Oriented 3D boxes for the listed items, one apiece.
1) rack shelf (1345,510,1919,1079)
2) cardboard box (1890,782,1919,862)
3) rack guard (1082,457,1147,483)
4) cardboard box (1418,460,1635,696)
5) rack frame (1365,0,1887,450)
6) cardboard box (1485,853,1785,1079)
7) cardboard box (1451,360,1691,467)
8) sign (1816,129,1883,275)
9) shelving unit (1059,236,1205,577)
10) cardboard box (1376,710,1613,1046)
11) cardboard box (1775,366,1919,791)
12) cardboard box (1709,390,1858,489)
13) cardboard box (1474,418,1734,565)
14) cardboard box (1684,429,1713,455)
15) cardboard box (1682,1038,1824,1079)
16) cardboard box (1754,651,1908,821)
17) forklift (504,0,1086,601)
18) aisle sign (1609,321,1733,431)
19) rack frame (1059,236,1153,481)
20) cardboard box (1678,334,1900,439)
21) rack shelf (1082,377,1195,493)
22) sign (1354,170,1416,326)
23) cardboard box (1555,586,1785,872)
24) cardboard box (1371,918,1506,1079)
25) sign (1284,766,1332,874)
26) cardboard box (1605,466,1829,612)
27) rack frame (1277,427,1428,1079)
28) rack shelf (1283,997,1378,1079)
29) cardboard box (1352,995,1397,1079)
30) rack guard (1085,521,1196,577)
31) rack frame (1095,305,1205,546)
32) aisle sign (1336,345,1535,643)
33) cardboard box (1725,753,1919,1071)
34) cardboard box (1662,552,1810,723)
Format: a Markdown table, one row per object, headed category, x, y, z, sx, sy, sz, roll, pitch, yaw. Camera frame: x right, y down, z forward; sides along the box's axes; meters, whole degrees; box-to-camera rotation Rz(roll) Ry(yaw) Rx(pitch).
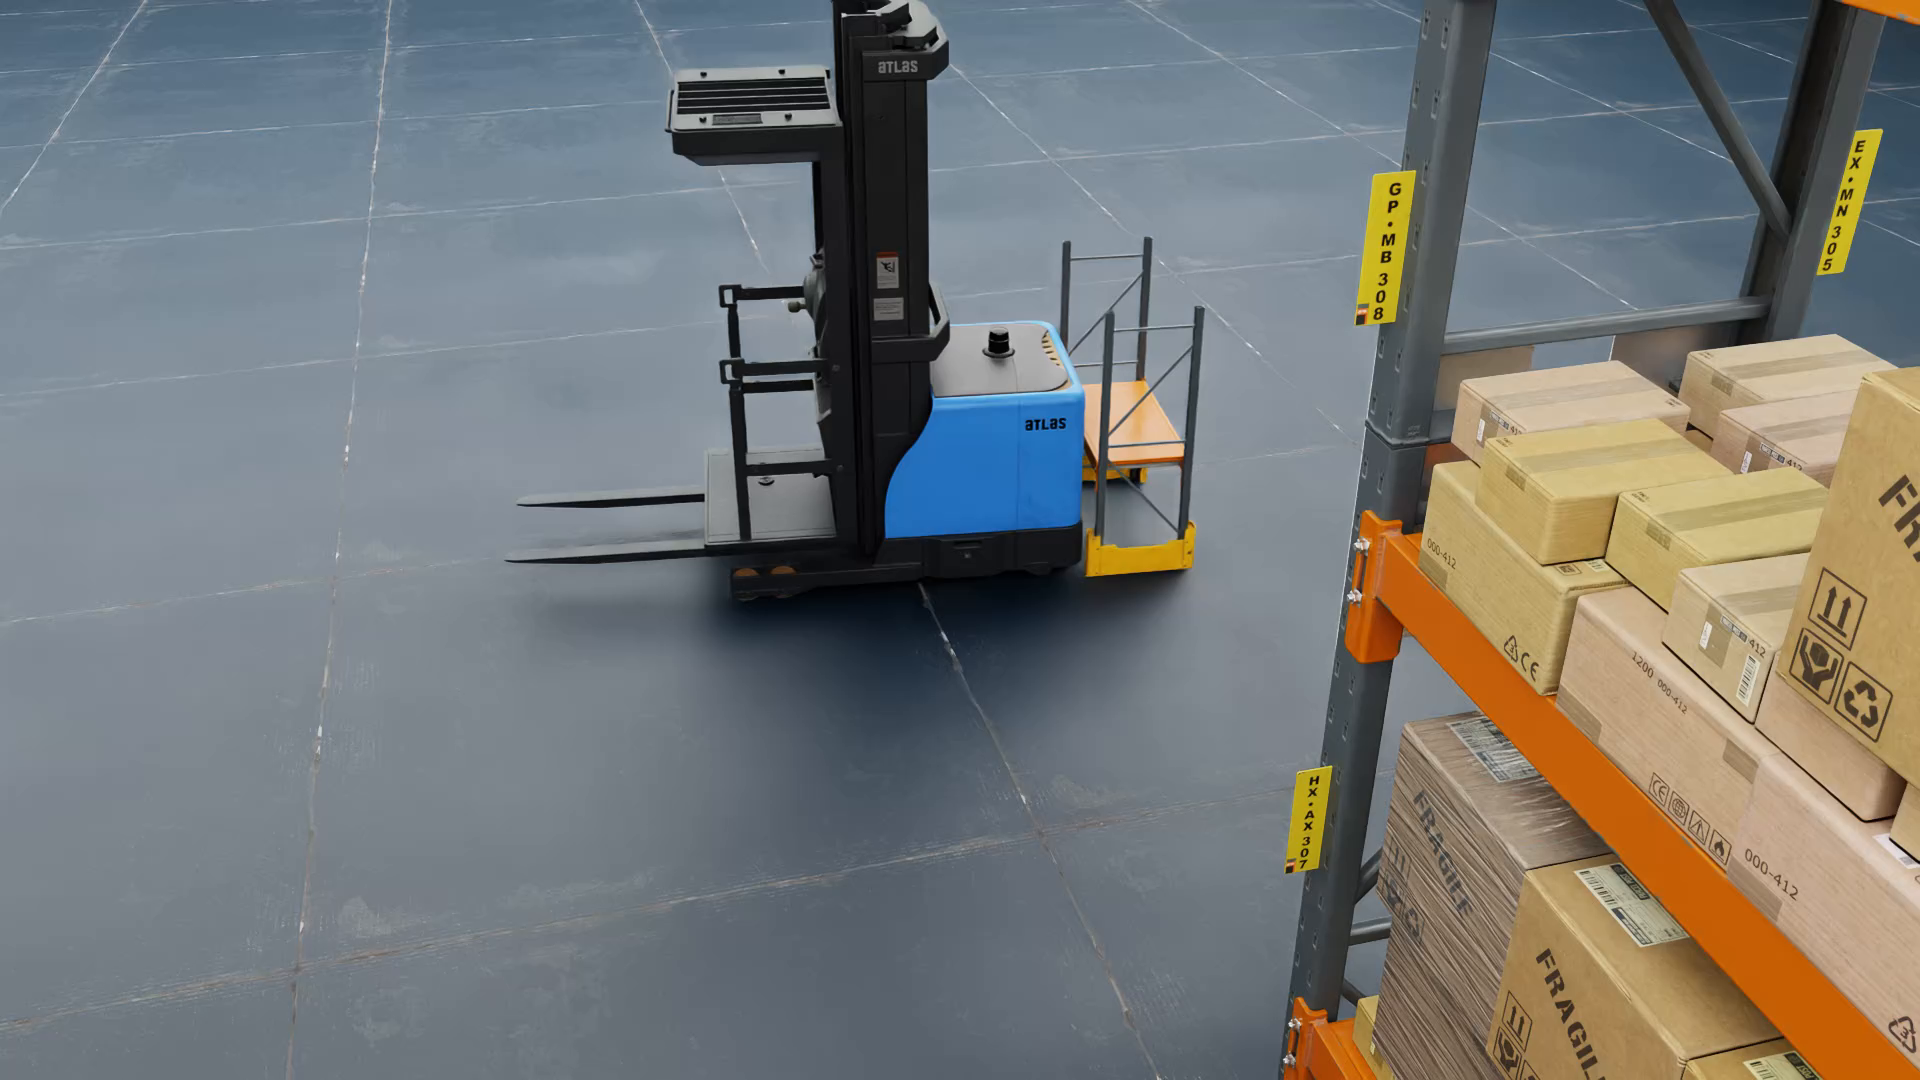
| category | x | y | z | sx | sy | sz | roll | pitch | yaw |
| --- | --- | --- | --- | --- | --- | --- | --- | --- | --- |
| rack shelf | 1.930 | 0.986 | 2.275 | 1.077 | 0.370 | 4.000 | -8 | 31 | -13 |
| cardboard box | 1.562 | 0.398 | 2.326 | 0.380 | 0.149 | 0.250 | -9 | 31 | -16 |
| rack guard | 0.812 | -0.446 | 9.772 | 0.587 | 0.250 | 0.087 | -4 | 30 | -8 |
| cardboard box | 1.278 | 0.041 | 3.340 | 0.500 | 0.250 | 0.500 | -7 | 31 | -12 |
| rack frame | 1.400 | -1.589 | 3.013 | 1.000 | 3.000 | 0.127 | -8 | 31 | -13 |
| cardboard box | 1.409 | 0.947 | 3.225 | 0.500 | 0.500 | 0.500 | -8 | 31 | -13 |
| cardboard box | 1.250 | -0.235 | 3.419 | 0.380 | 0.149 | 0.250 | -8 | 31 | -14 |
| sign | 1.940 | -0.738 | 3.653 | 0.100 | 0.325 | 0.005 | -8 | 31 | -13 |
| shelving unit | 0.889 | -0.741 | 9.033 | 0.587 | 1.500 | 1.083 | -4 | 30 | -8 |
| cardboard box | 1.283 | 0.704 | 3.644 | 0.500 | 0.500 | 0.500 | -8 | 31 | -13 |
| cardboard box | 1.533 | 0.074 | 2.239 | 0.500 | 0.500 | 0.500 | -8 | 31 | -13 |
| cardboard box | 1.730 | -0.165 | 3.298 | 0.380 | 0.149 | 0.250 | -9 | 31 | -15 |
| cardboard box | 1.225 | -0.097 | 3.180 | 0.380 | 0.149 | 0.250 | -7 | 31 | -12 |
| cardboard box | 1.773 | -0.027 | 3.458 | 0.500 | 0.250 | 0.500 | -7 | 31 | -12 |
| cardboard box | 1.543 | 1.188 | 2.808 | 0.500 | 0.500 | 0.500 | -8 | 31 | -13 |
| cardboard box | 1.475 | 0.268 | 2.551 | 0.380 | 0.149 | 0.250 | -8 | 31 | -13 |
| forklift | -0.903 | -1.232 | 8.453 | 3.031 | 2.935 | 1.130 | -4 | 30 | -6 |
| aisle sign | 1.672 | -0.188 | 3.985 | 0.394 | 0.787 | 0.004 | -8 | 31 | -13 |
| rack frame | 0.809 | -0.997 | 9.475 | 0.500 | 1.500 | 0.032 | -4 | 30 | -8 |
| cardboard box | 1.774 | -0.306 | 3.542 | 0.380 | 0.149 | 0.250 | -8 | 31 | -13 |
| rack shelf | 0.887 | -0.590 | 9.131 | 0.538 | 0.185 | 1.000 | -4 | 30 | -8 |
| sign | 0.877 | -0.597 | 3.420 | 0.100 | 0.325 | 0.005 | -8 | 31 | -13 |
| cardboard box | 1.421 | 0.289 | 2.911 | 0.500 | 0.250 | 0.500 | -9 | 31 | -14 |
| cardboard box | 1.519 | 1.104 | 3.951 | 0.875 | 0.500 | 0.500 | -8 | 31 | -13 |
| sign | 0.877 | 0.705 | 4.174 | 0.100 | 0.325 | 0.005 | -8 | 31 | -13 |
| cardboard box | 1.411 | 0.009 | 2.998 | 0.380 | 0.149 | 0.250 | -8 | 31 | -14 |
| rack frame | 1.400 | 1.007 | 4.516 | 1.000 | 3.000 | 0.127 | -8 | 31 | -13 |
| rack shelf | 1.930 | 2.285 | 3.027 | 1.077 | 0.370 | 4.000 | -8 | 31 | -13 |
| cardboard box | 1.245 | 1.285 | 4.286 | 0.380 | 0.149 | 0.250 | -8 | 31 | -13 |
| rack guard | 0.965 | 0.047 | 8.920 | 0.587 | 0.250 | 0.087 | -4 | 30 | -8 |
| rack frame | 0.966 | -0.494 | 8.606 | 0.500 | 1.500 | 0.032 | -4 | 30 | -8 |
| aisle sign | 1.094 | -0.108 | 3.847 | 0.394 | 0.787 | 0.004 | -8 | 31 | -13 |
| cardboard box | 1.549 | 0.529 | 2.497 | 0.500 | 0.250 | 0.500 | -8 | 31 | -13 |
| cardboard box | 1.415 | 0.150 | 2.754 | 0.380 | 0.149 | 0.250 | -7 | 31 | -11 |
